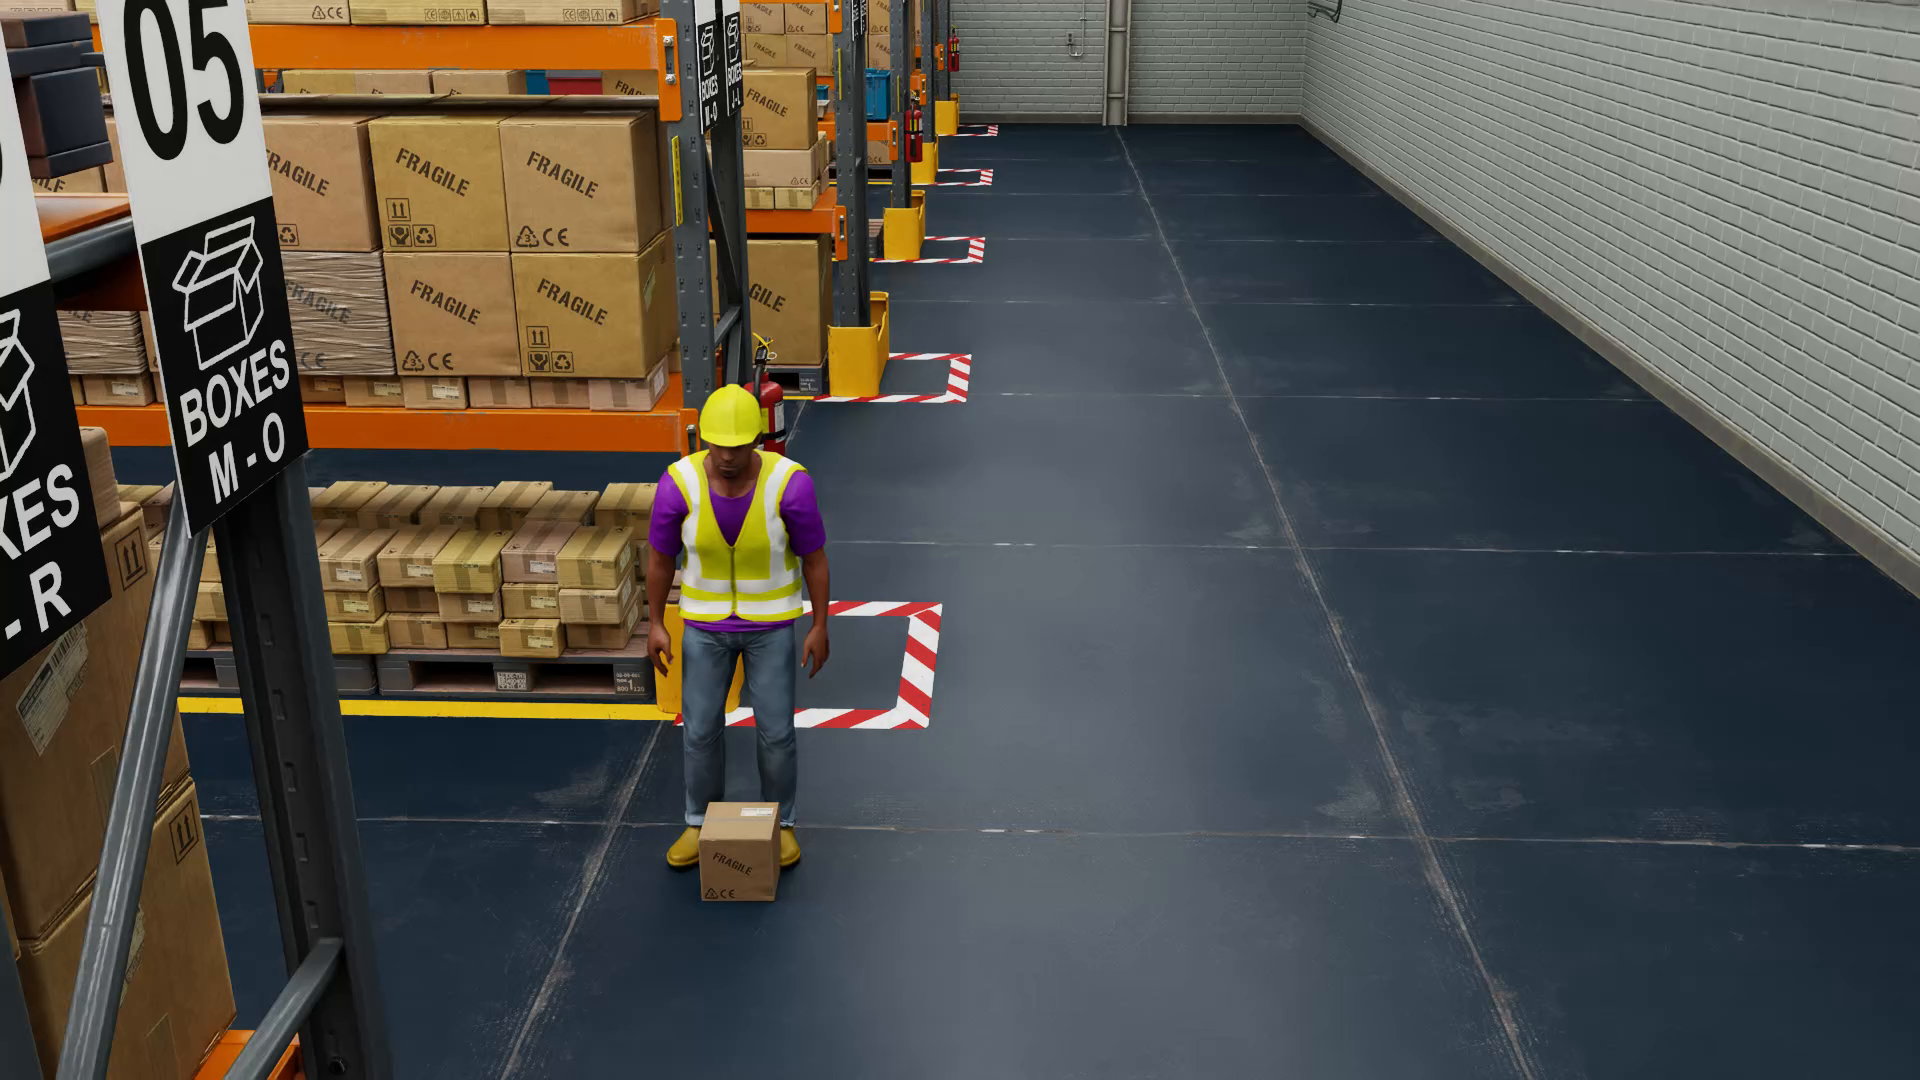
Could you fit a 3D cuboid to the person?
[{"bbox_3d":[-0.767,0.303,5.749,0.635,1.760,0.463,0,21,1],"label":"person"}]
